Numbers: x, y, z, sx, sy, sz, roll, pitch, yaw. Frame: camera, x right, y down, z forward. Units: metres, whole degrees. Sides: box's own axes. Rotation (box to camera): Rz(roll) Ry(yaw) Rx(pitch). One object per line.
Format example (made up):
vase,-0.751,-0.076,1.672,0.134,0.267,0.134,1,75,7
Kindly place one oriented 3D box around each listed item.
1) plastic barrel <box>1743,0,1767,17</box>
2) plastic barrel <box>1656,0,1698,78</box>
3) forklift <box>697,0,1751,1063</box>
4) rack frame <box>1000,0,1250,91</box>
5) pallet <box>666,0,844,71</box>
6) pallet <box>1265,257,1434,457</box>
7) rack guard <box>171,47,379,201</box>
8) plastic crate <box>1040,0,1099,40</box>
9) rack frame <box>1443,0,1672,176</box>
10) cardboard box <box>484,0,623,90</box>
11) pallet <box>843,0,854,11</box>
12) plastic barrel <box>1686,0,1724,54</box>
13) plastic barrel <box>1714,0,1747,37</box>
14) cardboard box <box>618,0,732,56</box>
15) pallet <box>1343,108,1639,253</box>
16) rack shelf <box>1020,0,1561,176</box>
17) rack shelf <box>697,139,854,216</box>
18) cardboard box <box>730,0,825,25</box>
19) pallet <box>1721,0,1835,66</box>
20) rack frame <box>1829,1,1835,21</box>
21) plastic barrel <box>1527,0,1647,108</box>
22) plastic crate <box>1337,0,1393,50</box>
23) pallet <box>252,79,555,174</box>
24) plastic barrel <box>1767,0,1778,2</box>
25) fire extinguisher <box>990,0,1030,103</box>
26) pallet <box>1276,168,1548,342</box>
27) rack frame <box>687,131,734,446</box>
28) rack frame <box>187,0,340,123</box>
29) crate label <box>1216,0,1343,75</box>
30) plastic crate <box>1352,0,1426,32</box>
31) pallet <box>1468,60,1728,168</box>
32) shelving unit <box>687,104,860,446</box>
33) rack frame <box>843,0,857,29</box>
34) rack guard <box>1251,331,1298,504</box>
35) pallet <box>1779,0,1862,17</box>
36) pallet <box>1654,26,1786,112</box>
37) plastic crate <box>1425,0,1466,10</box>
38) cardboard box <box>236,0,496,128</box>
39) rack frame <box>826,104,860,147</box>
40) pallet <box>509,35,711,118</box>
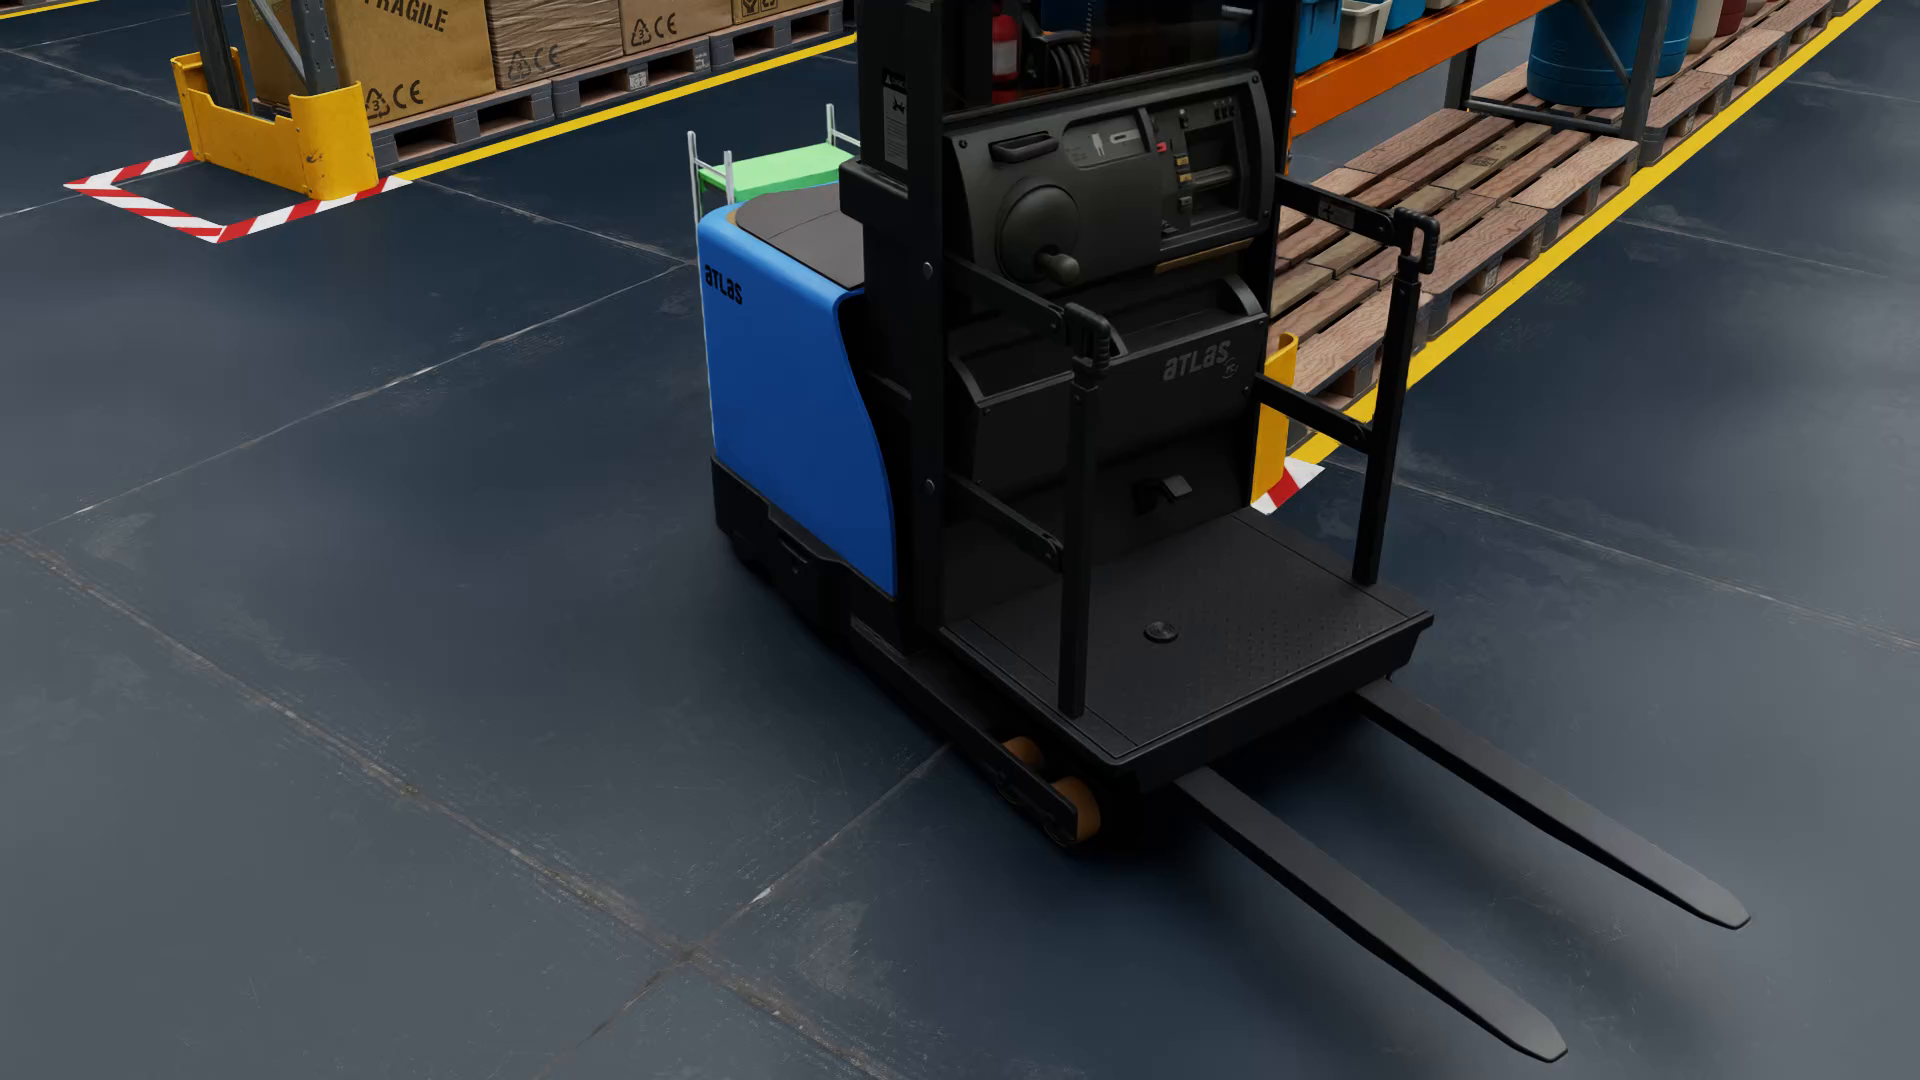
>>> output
plastic barrel,4.830,-3.544,10.316,0.421,0.512,0.421,0,31,0
plastic barrel,3.736,-3.050,9.101,0.600,0.901,0.708,21,37,31
forklift,0.503,-0.806,3.736,1.130,2.935,3.031,-20,36,-30
rack frame,0.552,-1.643,5.080,1.000,3.000,0.127,21,37,31
pallet,-1.503,-3.308,10.626,1.003,0.211,1.213,21,37,31
pallet,1.081,-0.767,6.336,1.003,0.211,1.213,21,37,31
rack guard,-3.411,-2.082,8.273,1.175,0.500,0.348,21,37,31
plastic crate,0.606,-1.878,5.382,0.616,0.435,0.499,21,37,31
rack frame,2.967,-3.269,7.823,1.000,3.000,0.127,21,37,31
cardboard box,-2.525,-3.088,9.191,0.875,0.875,0.875,21,37,31
pallet,-0.576,-3.930,11.675,1.003,0.211,1.213,21,37,31
plastic barrel,4.148,-3.085,9.541,0.421,0.512,0.421,0,31,0
plastic barrel,4.418,-3.375,9.956,0.600,0.588,0.708,21,37,31
cardboard box,-1.987,-3.450,9.802,0.875,0.875,0.875,21,37,31
pallet,2.554,-1.758,8.010,1.003,0.211,1.213,21,37,31
rack shelf,1.760,-2.146,6.635,1.077,0.370,4.000,21,37,31
rack shelf,-0.537,-1.080,5.079,0.480,0.148,0.258,-21,36,-31
cardboard box,-1.444,-3.816,10.419,0.875,0.875,0.875,21,37,31
pallet,4.939,-3.362,10.715,1.003,0.211,1.213,21,37,31
rack frame,5.381,-4.895,10.567,1.000,3.000,0.127,21,37,31
plastic barrel,3.309,-2.763,8.616,0.600,0.901,0.708,21,37,31
plastic crate,1.223,-1.659,5.307,0.250,0.136,0.298,21,37,31
pallet,-2.976,-2.317,8.952,1.003,0.211,1.213,21,37,31
plastic barrel,5.100,-3.938,10.669,0.600,0.830,0.708,21,37,31
fire extinguisher,0.099,-1.528,5.327,0.296,0.674,0.183,21,37,31
pallet,1.818,-1.260,7.170,1.003,0.211,1.213,21,37,31
rack frame,-0.734,-0.648,5.167,0.015,1.200,0.240,-21,36,-31
rack frame,-3.396,-3.167,7.652,1.000,3.000,0.127,21,37,31
crate label,0.964,-1.596,5.106,0.416,0.233,0.303,21,37,31
plastic crate,1.361,-1.863,5.557,0.416,0.233,0.300,21,37,31
pallet,3.466,-2.370,9.042,1.003,0.211,1.213,21,37,31
shelving unit,-0.537,-0.722,5.291,0.503,1.200,0.258,-21,36,-31
rack frame,-0.982,-4.793,10.396,1.000,3.000,0.127,21,37,31
rack guard,0.548,-0.554,5.694,1.175,0.500,0.348,21,37,31
pallet,5.880,-3.998,11.789,1.003,0.211,1.213,21,37,31
pallet,4.202,-2.868,9.882,1.003,0.211,1.213,21,37,31
plastic crate,1.633,-1.935,5.773,0.250,0.136,0.298,21,37,31
cardboard box,-3.074,-2.719,8.567,0.875,0.875,0.875,21,37,31
rack frame,-0.340,-0.796,5.415,0.015,1.200,0.240,-21,36,-31
pallet,-2.239,-2.810,9.785,1.003,0.211,1.213,21,37,31
